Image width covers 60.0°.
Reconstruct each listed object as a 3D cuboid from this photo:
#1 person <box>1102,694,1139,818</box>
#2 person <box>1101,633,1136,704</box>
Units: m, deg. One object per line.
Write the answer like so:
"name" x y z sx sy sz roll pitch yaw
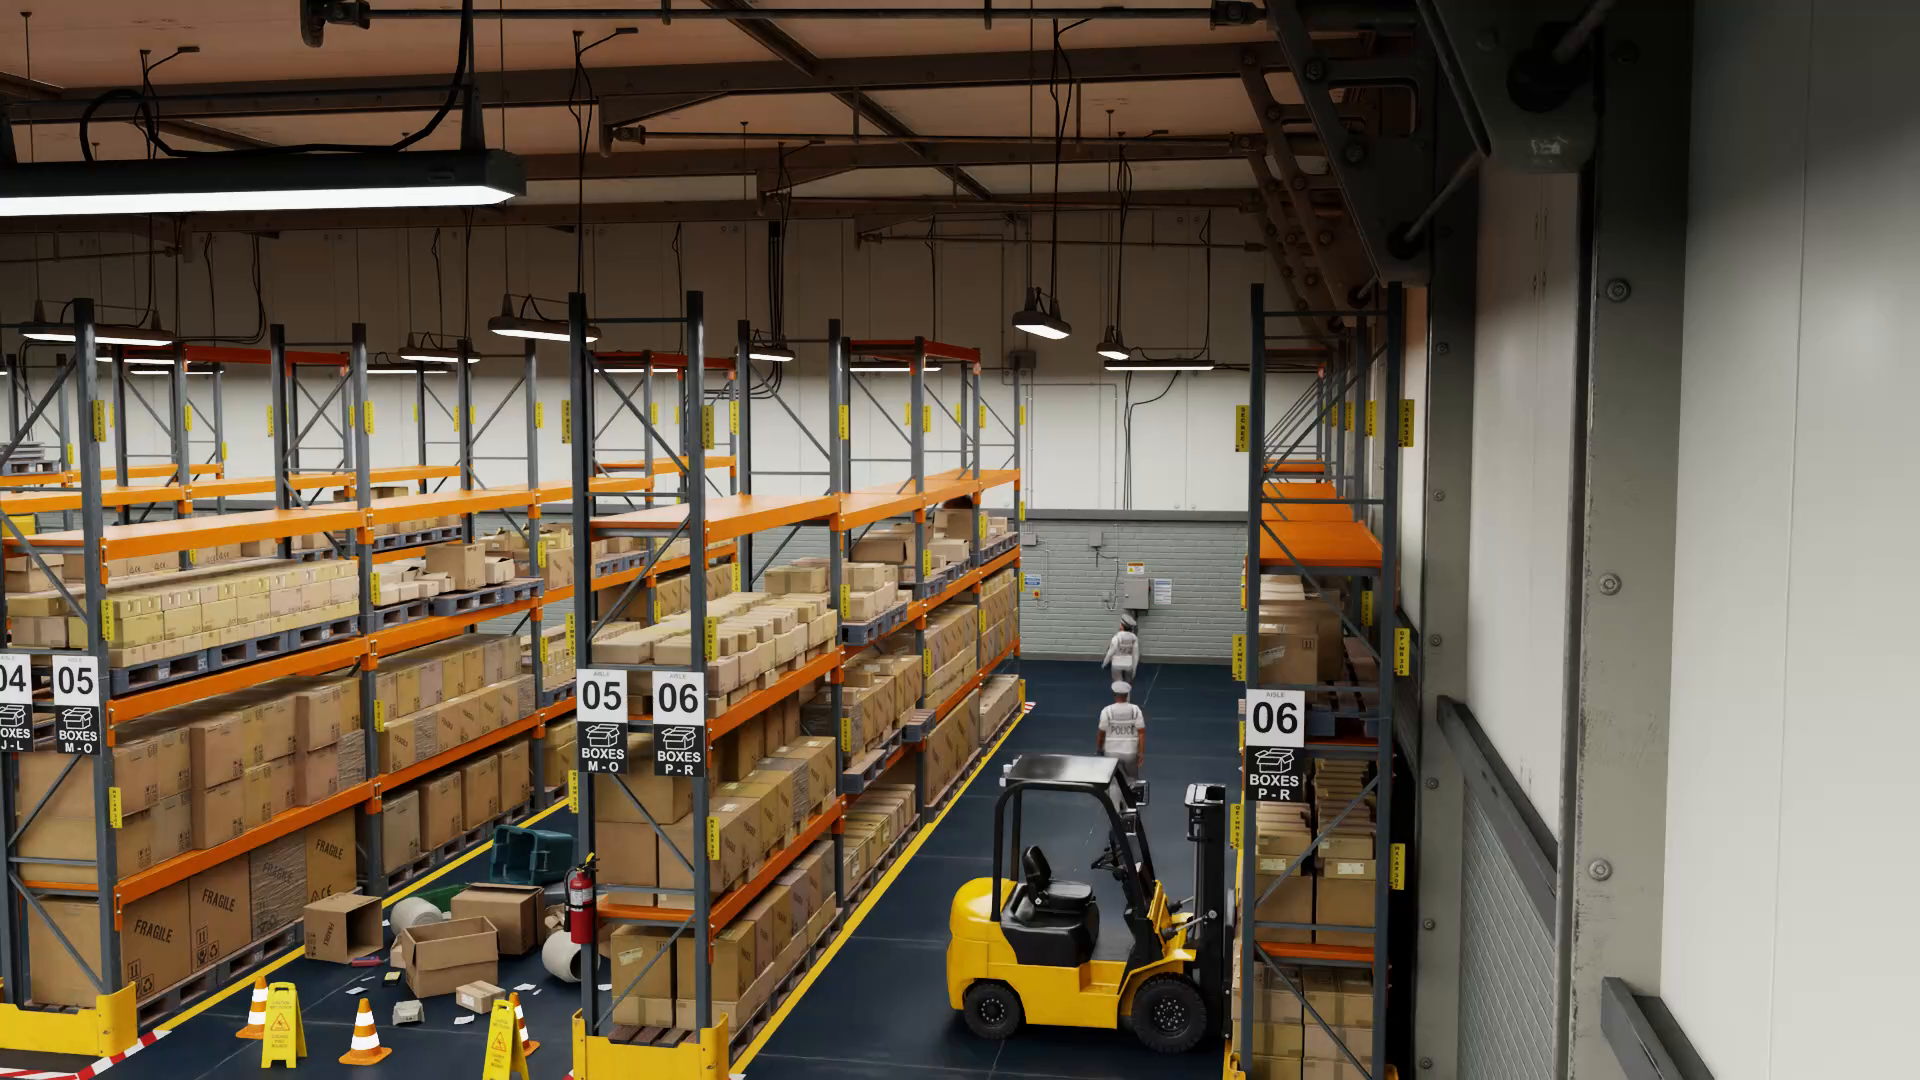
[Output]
"person" 1.986 2.632 20.555 0.460 1.531 0.619 0 5 4
"person" -14.384 0.364 19.993 35.609 5.610 21.554 -1 5 -11
